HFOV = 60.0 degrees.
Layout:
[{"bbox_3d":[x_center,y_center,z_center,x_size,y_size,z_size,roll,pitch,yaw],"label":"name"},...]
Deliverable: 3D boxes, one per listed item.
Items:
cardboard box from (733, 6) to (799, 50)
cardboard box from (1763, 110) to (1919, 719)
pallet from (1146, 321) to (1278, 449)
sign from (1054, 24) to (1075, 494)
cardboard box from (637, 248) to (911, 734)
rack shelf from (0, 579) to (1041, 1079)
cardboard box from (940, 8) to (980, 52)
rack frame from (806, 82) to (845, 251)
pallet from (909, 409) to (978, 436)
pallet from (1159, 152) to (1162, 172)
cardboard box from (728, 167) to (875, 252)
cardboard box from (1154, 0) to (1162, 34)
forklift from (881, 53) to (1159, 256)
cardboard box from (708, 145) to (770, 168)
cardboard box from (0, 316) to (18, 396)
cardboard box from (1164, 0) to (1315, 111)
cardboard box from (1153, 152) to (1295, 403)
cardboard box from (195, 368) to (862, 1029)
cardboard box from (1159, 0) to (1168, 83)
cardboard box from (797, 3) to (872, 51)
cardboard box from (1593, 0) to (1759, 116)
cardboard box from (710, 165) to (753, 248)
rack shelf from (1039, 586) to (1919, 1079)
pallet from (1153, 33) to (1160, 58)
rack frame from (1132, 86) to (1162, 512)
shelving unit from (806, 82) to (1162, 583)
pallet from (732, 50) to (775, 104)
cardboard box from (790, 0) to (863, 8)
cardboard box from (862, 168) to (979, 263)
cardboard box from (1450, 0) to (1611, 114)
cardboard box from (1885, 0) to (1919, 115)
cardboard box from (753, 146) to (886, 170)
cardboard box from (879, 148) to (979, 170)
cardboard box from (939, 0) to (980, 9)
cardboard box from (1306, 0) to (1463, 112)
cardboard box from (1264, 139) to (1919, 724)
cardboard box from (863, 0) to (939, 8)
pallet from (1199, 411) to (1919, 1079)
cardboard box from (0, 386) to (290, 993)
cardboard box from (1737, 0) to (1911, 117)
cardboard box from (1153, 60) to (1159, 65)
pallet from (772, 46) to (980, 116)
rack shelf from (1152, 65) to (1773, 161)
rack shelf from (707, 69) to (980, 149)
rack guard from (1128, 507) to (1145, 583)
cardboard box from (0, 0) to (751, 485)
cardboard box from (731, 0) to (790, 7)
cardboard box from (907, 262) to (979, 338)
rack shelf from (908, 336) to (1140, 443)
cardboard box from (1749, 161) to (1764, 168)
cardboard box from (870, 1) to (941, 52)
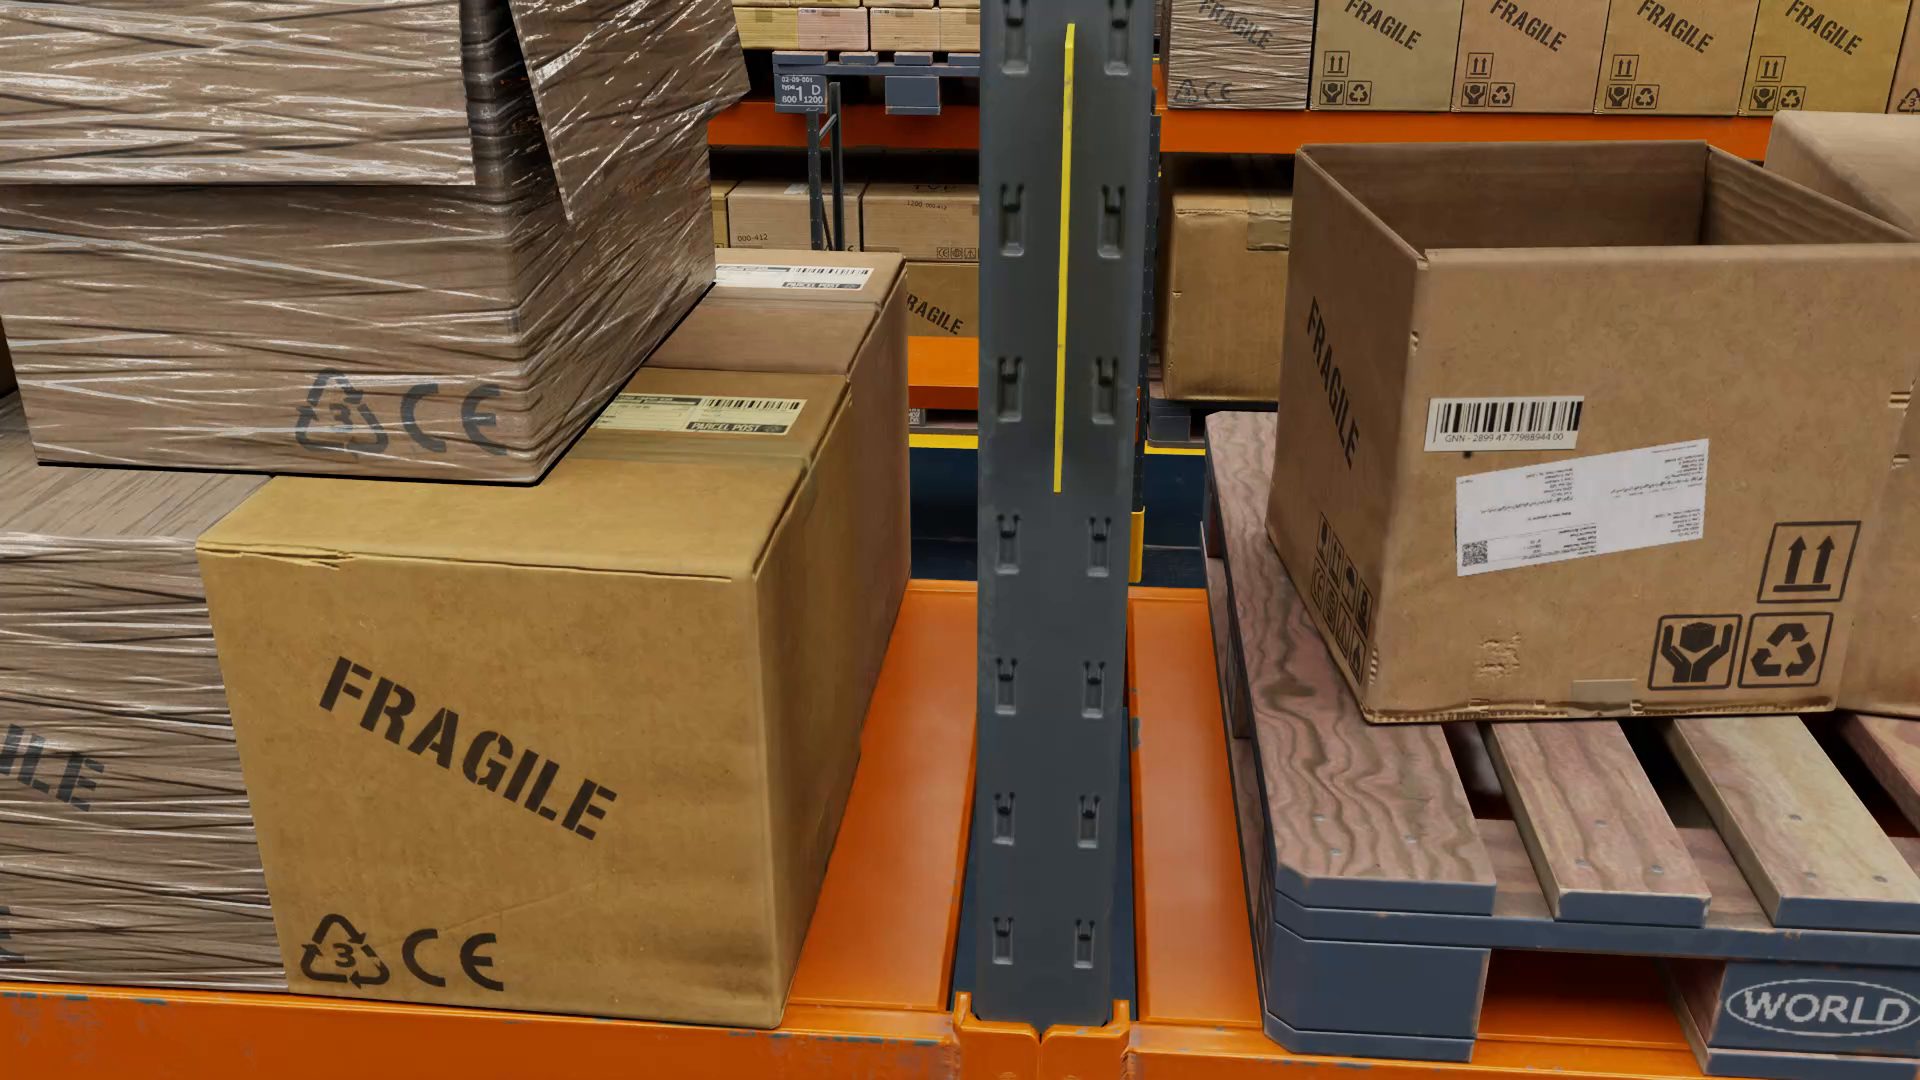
[{"bbox_3d":[-0.684,-1.898,6.085,0.250,0.149,0.380,2,25,3],"label":"cardboard box"},{"bbox_3d":[1.221,-0.167,1.902,0.500,0.500,0.700,5,25,12],"label":"cardboard box"},{"bbox_3d":[1.376,-0.648,6.905,1.213,0.211,1.003,2,25,4],"label":"pallet"},{"bbox_3d":[0.076,-0.202,1.215,0.005,0.325,0.100,2,25,4],"label":"sign"},{"bbox_3d":[-0.349,-0.082,2.219,0.500,0.500,0.500,3,25,6],"label":"cardboard box"},{"bbox_3d":[-1.879,0.356,2.249,4.000,0.370,1.077,2,25,4],"label":"rack shelf"},{"bbox_3d":[0.069,-1.872,6.028,0.250,0.149,0.380,2,25,5],"label":"cardboard box"},{"bbox_3d":[-0.422,-0.695,5.466,0.032,1.500,0.500,2,25,4],"label":"rack frame"},{"bbox_3d":[-0.183,-0.730,7.084,1.213,0.211,1.003,2,25,4],"label":"pallet"},{"bbox_3d":[1.653,-2.745,11.463,1.213,0.211,1.003,2,25,4],"label":"pallet"},{"bbox_3d":[-0.611,-1.291,6.559,0.500,0.250,0.500,2,25,5],"label":"cardboard box"},{"bbox_3d":[1.871,-5.193,15.785,0.625,0.625,0.875,3,25,6],"label":"cardboard box"},{"bbox_3d":[0.070,-2.772,8.269,3.031,2.935,1.130,1,25,2],"label":"forklift"},{"bbox_3d":[-1.071,-1.527,7.072,0.500,0.250,0.500,2,25,4],"label":"cardboard box"},{"bbox_3d":[-1.262,-0.460,1.843,0.637,0.503,0.797,2,25,5],"label":"cardboard box"},{"bbox_3d":[1.023,-1.890,6.149,0.500,0.500,0.500,2,25,5],"label":"cardboard box"},{"bbox_3d":[1.196,-1.083,6.704,0.750,0.750,1.050,2,25,3],"label":"cardboard box"},{"bbox_3d":[-0.396,0.135,1.749,0.500,0.500,0.500,3,25,6],"label":"cardboard box"},{"bbox_3d":[1.065,-2.114,6.636,0.500,0.500,0.500,2,25,4],"label":"cardboard box"},{"bbox_3d":[-0.435,-1.889,6.065,0.250,0.149,0.380,2,25,5],"label":"cardboard box"},{"bbox_3d":[2.529,-1.841,6.044,0.500,0.500,0.500,2,25,3],"label":"cardboard box"},{"bbox_3d":[-1.116,-1.314,6.608,0.500,0.250,0.500,2,25,5],"label":"cardboard box"},{"bbox_3d":[2.109,0.484,1.971,4.000,0.370,1.077,2,25,4],"label":"rack shelf"},{"bbox_3d":[2.068,-4.797,15.923,1.213,0.211,1.003,2,25,4],"label":"pallet"},{"bbox_3d":[0.592,-0.662,5.395,0.032,1.500,0.500,2,25,4],"label":"rack frame"},{"bbox_3d":[0.076,-0.679,5.431,1.083,1.500,0.587,2,25,4],"label":"shelving unit"},{"bbox_3d":[-1.381,-1.930,6.586,1.213,0.211,1.003,2,25,4],"label":"pallet"},{"bbox_3d":[-0.461,-2.024,6.003,0.250,0.149,0.380,2,25,5],"label":"cardboard box"},{"bbox_3d":[-0.106,-1.280,6.534,0.500,0.250,0.500,1,25,3],"label":"cardboard box"},{"bbox_3d":[2.033,-1.858,6.081,0.500,0.500,0.500,2,25,4],"label":"cardboard box"},{"bbox_3d":[3.539,-1.810,5.976,0.500,0.500,0.500,2,25,3],"label":"cardboard box"},{"bbox_3d":[-0.579,-1.506,7.026,0.500,0.250,0.500,2,25,3],"label":"cardboard box"},{"bbox_3d":[-0.073,-1.490,6.991,0.500,0.250,0.500,1,25,2],"label":"cardboard box"},{"bbox_3d":[0.068,-2.009,5.970,0.250,0.149,0.380,2,25,5],"label":"cardboard box"},{"bbox_3d":[1.530,-1.875,6.116,0.500,0.500,0.500,2,25,3],"label":"cardboard box"},{"bbox_3d":[0.657,-0.143,1.850,0.500,0.500,0.500,-1,25,-2],"label":"cardboard box"},{"bbox_3d":[-0.198,-2.017,5.987,0.250,0.149,0.380,3,25,6],"label":"cardboard box"},{"bbox_3d":[0.834,0.158,2.047,1.003,0.211,1.213,2,25,4],"label":"pallet"},{"bbox_3d":[-0.892,0.116,1.789,0.500,0.500,0.500,2,25,4],"label":"cardboard box"},{"bbox_3d":[3.035,-1.826,6.011,0.500,0.500,0.500,2,25,5],"label":"cardboard box"},{"bbox_3d":[1.436,-3.012,11.349,0.625,0.372,0.950,0,25,0],"label":"cardboard box"},{"bbox_3d":[-0.123,-1.862,6.439,1.003,0.211,1.213,2,25,4],"label":"pallet"},{"bbox_3d":[2.590,-1.580,6.457,4.000,0.370,1.077,2,25,4],"label":"rack shelf"},{"bbox_3d":[-1.398,-1.708,6.735,4.000,0.370,1.077,2,25,4],"label":"rack shelf"},{"bbox_3d":[0.573,-0.095,5.658,0.087,0.250,0.587,2,25,4],"label":"rack guard"},{"bbox_3d":[-0.613,-0.438,1.795,0.637,0.503,0.797,3,25,6],"label":"cardboard box"},{"bbox_3d":[-0.710,-2.032,6.021,0.250,0.149,0.380,2,25,4],"label":"cardboard box"},{"bbox_3d":[-0.081,-0.939,6.689,0.500,0.500,0.500,2,25,4],"label":"cardboard box"},{"bbox_3d":[0.085,-0.515,5.506,1.000,0.185,0.538,2,25,4],"label":"rack shelf"},{"bbox_3d":[2.997,-1.027,6.582,0.750,0.750,1.050,2,25,4],"label":"cardboard box"},{"bbox_3d":[-0.179,-1.881,6.047,0.250,0.149,0.380,2,25,4],"label":"cardboard box"}]
